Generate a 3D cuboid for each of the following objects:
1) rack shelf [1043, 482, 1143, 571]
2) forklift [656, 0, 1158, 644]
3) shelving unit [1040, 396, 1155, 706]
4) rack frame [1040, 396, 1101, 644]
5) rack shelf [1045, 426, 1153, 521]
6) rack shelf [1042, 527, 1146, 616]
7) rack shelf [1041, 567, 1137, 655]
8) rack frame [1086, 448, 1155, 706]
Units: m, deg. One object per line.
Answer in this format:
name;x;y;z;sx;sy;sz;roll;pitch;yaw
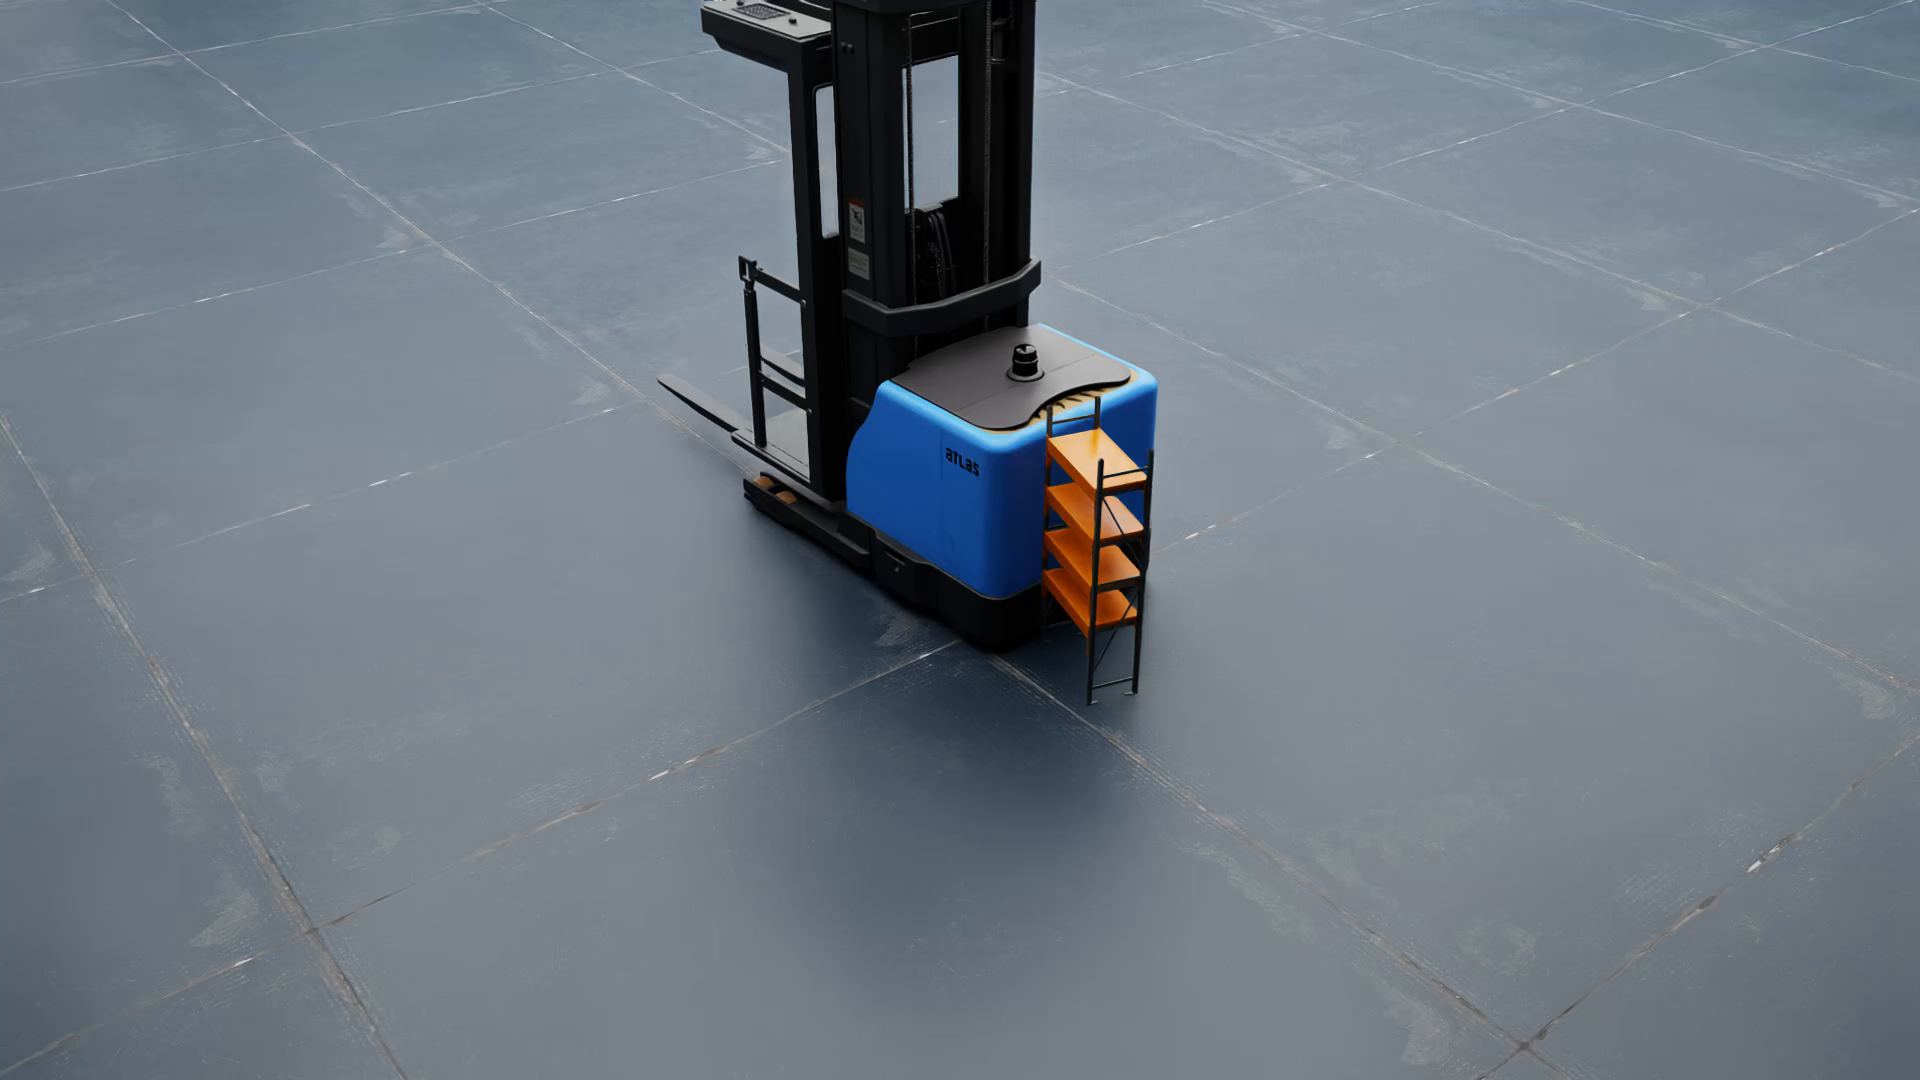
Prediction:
rack shelf;0.563;-0.079;6.944;0.258;0.148;0.480;-12;34;-18
forklift;-0.451;-1.482;7.858;1.130;2.935;3.031;-25;40;-34
shelving unit;0.563;0.054;7.026;0.258;1.200;0.503;-12;34;-18
rack frame;0.474;-0.066;7.219;0.240;1.200;0.015;-12;34;-18
rack shelf;0.563;-0.280;6.819;0.258;0.148;0.480;-12;34;-18
rack shelf;0.563;0.111;7.062;0.258;0.148;0.480;-12;34;-18
rack shelf;0.563;0.280;7.166;0.258;0.148;0.480;-12;34;-18
rack frame;0.652;0.174;6.833;0.240;1.200;0.015;-12;34;-18
